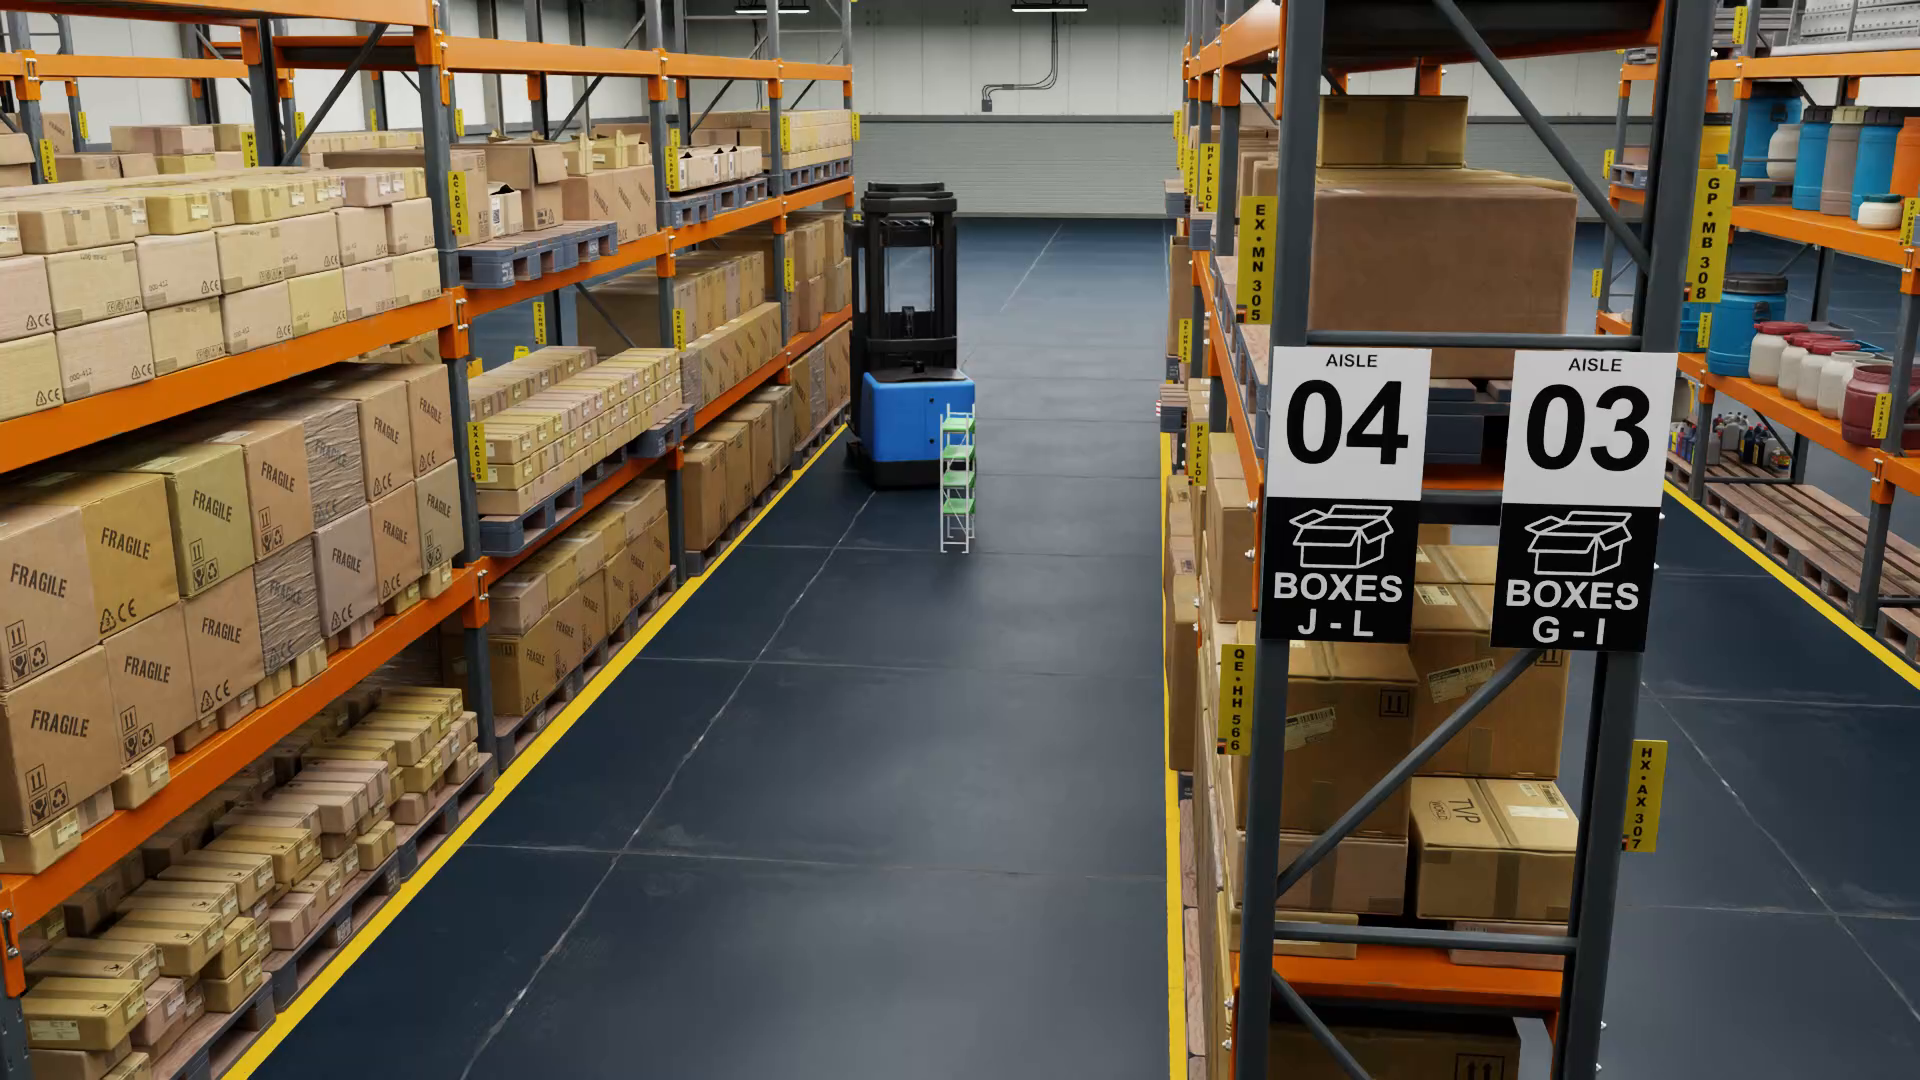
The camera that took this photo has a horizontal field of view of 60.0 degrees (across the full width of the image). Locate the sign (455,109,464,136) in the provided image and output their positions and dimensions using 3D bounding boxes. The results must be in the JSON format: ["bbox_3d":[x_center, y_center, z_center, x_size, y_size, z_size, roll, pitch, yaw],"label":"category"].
[{"bbox_3d":[-6.186,-5.159,20.553,0.100,0.325,0.005,2,15,6],"label":"sign"}]

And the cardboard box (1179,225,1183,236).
[{"bbox_3d":[2.550,-3.035,17.462,0.500,0.500,0.500,2,15,6],"label":"cardboard box"}]

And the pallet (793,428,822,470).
[{"bbox_3d":[-2.093,-0.997,17.946,1.003,0.211,1.213,2,15,6],"label":"pallet"}]

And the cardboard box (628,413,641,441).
[{"bbox_3d":[-2.426,-0.786,11.498,0.380,0.149,0.250,1,15,4],"label":"cardboard box"}]

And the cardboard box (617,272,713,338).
[{"bbox_3d":[-2.536,-2.023,14.288,0.700,0.500,0.500,1,15,5],"label":"cardboard box"}]

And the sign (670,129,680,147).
[{"bbox_3d":[-2.809,-3.900,16.451,0.100,0.325,0.005,2,15,6],"label":"sign"}]

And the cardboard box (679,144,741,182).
[{"bbox_3d":[-2.236,-3.343,14.708,0.500,0.311,0.500,1,15,4],"label":"cardboard box"}]

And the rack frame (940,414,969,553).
[{"bbox_3d":[-0.046,-0.473,14.113,0.240,1.200,0.015,2,15,6],"label":"rack frame"}]

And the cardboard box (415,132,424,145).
[{"bbox_3d":[-6.558,-4.788,19.831,0.380,0.149,0.250,2,15,6],"label":"cardboard box"}]

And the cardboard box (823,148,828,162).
[{"bbox_3d":[-1.679,-4.272,18.453,0.380,0.149,0.250,2,15,7],"label":"cardboard box"}]

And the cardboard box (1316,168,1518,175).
[{"bbox_3d":[1.505,-1.026,5.774,0.700,0.500,0.500,1,15,2],"label":"cardboard box"}]

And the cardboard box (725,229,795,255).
[{"bbox_3d":[-2.235,-2.983,17.591,0.875,0.550,0.550,2,15,6],"label":"cardboard box"}]

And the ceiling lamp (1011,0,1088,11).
[{"bbox_3d":[2.369,-15.432,43.309,2.000,3.185,0.800,2,15,6],"label":"ceiling lamp"}]

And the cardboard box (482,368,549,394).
[{"bbox_3d":[-3.072,-1.093,11.496,0.380,0.149,0.250,2,15,9],"label":"cardboard box"}]

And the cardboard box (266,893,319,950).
[{"bbox_3d":[-3.078,1.682,7.353,0.380,0.149,0.250,1,15,4],"label":"cardboard box"}]

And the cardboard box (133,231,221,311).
[{"bbox_3d":[-3.177,-1.025,6.291,0.500,0.250,0.500,2,15,7],"label":"cardboard box"}]

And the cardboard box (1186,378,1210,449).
[{"bbox_3d":[1.883,-0.869,11.938,0.500,0.500,0.500,2,15,8],"label":"cardboard box"}]

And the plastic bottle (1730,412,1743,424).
[{"bbox_3d":[8.175,-1.169,17.469,0.144,0.351,0.185,2,15,9],"label":"plastic bottle"}]

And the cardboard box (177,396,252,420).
[{"bbox_3d":[-3.584,-0.374,7.620,0.500,0.500,0.500,2,15,7],"label":"cardboard box"}]

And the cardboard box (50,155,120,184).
[{"bbox_3d":[-7.521,-2.972,13.970,0.700,0.500,0.500,2,15,6],"label":"cardboard box"}]

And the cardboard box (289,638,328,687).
[{"bbox_3d":[-3.064,0.536,7.414,0.380,0.149,0.250,2,15,7],"label":"cardboard box"}]

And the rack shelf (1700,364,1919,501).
[{"bbox_3d":[7.356,-0.964,13.860,1.077,0.370,4.000,2,15,6],"label":"rack shelf"}]

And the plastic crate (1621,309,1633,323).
[{"bbox_3d":[7.612,-2.518,18.732,0.298,0.136,0.250,2,15,6],"label":"plastic crate"}]

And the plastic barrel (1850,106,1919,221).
[{"bbox_3d":[7.592,-3.043,13.461,0.600,0.901,0.708,2,15,6],"label":"plastic barrel"}]

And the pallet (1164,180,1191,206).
[{"bbox_3d":[2.484,-3.177,15.276,1.213,0.211,1.003,2,15,6],"label":"pallet"}]

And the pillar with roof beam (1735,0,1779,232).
[{"bbox_3d":[17.765,-13.173,46.137,9.100,9.000,0.548,2,15,6],"label":"pillar with roof beam"}]

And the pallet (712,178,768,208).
[{"bbox_3d":[-2.311,-3.265,15.610,0.805,0.209,1.217,1,15,4],"label":"pallet"}]

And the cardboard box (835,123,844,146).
[{"bbox_3d":[-1.640,-4.691,19.240,0.500,0.250,0.500,2,15,6],"label":"cardboard box"}]

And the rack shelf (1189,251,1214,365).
[{"bbox_3d":[1.983,-1.521,10.171,1.077,0.370,4.000,2,15,6],"label":"rack shelf"}]

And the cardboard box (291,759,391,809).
[{"bbox_3d":[-2.997,1.183,8.059,0.380,0.149,0.250,1,15,4],"label":"cardboard box"}]

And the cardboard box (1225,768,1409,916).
[{"bbox_3d":[1.097,0.931,5.189,0.500,0.250,0.500,1,15,5],"label":"cardboard box"}]

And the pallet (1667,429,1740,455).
[{"bbox_3d":[7.834,-0.975,17.862,1.003,0.211,1.213,2,15,6],"label":"pallet"}]

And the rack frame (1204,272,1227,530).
[{"bbox_3d":[1.757,0.099,8.551,1.000,3.000,0.127,2,15,6],"label":"rack frame"}]

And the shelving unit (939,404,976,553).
[{"bbox_3d":[-0.019,-0.536,14.347,0.258,1.200,0.503,2,15,6],"label":"shelving unit"}]

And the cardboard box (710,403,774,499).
[{"bbox_3d":[-2.350,-0.852,15.570,1.050,0.750,0.750,2,15,6],"label":"cardboard box"}]

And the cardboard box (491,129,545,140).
[{"bbox_3d":[-3.086,-2.746,11.668,0.396,0.266,0.258,2,15,6],"label":"cardboard box"}]

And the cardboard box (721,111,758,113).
[{"bbox_3d":[-2.389,-4.543,17.927,0.380,0.149,0.250,2,15,6],"label":"cardboard box"}]

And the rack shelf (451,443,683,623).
[{"bbox_3d":[-2.934,-0.245,11.200,1.077,0.370,4.000,2,15,6],"label":"rack shelf"}]

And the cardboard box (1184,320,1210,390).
[{"bbox_3d":[2.193,-1.479,13.388,0.700,0.500,0.500,4,16,15],"label":"cardboard box"}]

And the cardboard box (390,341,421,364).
[{"bbox_3d":[-6.686,-2.061,19.565,0.500,0.500,0.500,1,15,5],"label":"cardboard box"}]

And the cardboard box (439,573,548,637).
[{"bbox_3d":[-2.814,0.384,10.041,0.500,0.250,0.500,1,15,4],"label":"cardboard box"}]

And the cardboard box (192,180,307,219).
[{"bbox_3d":[-3.044,-1.458,7.125,0.380,0.149,0.250,2,15,6],"label":"cardboard box"}]

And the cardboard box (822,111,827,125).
[{"bbox_3d":[-1.678,-4.656,18.344,0.380,0.149,0.250,2,15,7],"label":"cardboard box"}]

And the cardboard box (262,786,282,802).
[{"bbox_3d":[-3.537,1.314,8.144,0.380,0.149,0.250,2,15,9],"label":"cardboard box"}]

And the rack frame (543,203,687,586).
[{"bbox_3d":[-2.708,-1.111,13.025,1.000,3.000,0.127,2,15,6],"label":"rack frame"}]

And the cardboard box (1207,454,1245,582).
[{"bbox_3d":[1.386,-0.090,7.531,0.500,0.500,0.500,2,15,6],"label":"cardboard box"}]

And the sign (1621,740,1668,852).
[{"bbox_3d":[1.857,0.698,4.524,0.100,0.325,0.005,2,15,6],"label":"sign"}]

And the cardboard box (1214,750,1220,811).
[{"bbox_3d":[1.133,0.890,6.104,0.380,0.149,0.250,1,15,5],"label":"cardboard box"}]

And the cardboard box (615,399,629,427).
[{"bbox_3d":[-2.455,-0.860,11.203,0.380,0.149,0.250,2,15,8],"label":"cardboard box"}]

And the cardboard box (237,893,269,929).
[{"bbox_3d":[-3.198,1.595,7.104,0.380,0.149,0.250,1,15,4],"label":"cardboard box"}]

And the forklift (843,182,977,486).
[{"bbox_3d":[-0.621,-2.289,17.512,1.130,2.935,3.031,-3,15,-11],"label":"forklift"}]

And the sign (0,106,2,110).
[{"bbox_3d":[-12.219,-5.377,21.228,0.100,0.325,0.005,2,15,6],"label":"sign"}]

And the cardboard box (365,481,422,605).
[{"bbox_3d":[-2.993,0.003,8.143,0.500,0.500,0.500,1,15,5],"label":"cardboard box"}]

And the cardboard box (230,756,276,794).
[{"bbox_3d":[-3.591,1.165,8.126,0.380,0.149,0.250,2,15,7],"label":"cardboard box"}]

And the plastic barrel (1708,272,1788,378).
[{"bbox_3d":[7.237,-1.981,15.282,0.600,0.901,0.708,2,15,6],"label":"plastic barrel"}]

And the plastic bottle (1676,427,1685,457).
[{"bbox_3d":[7.366,-1.000,16.976,0.061,0.283,0.133,3,15,10],"label":"plastic bottle"}]

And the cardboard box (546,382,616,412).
[{"bbox_3d":[-2.486,-0.936,10.915,0.380,0.149,0.250,2,15,8],"label":"cardboard box"}]
